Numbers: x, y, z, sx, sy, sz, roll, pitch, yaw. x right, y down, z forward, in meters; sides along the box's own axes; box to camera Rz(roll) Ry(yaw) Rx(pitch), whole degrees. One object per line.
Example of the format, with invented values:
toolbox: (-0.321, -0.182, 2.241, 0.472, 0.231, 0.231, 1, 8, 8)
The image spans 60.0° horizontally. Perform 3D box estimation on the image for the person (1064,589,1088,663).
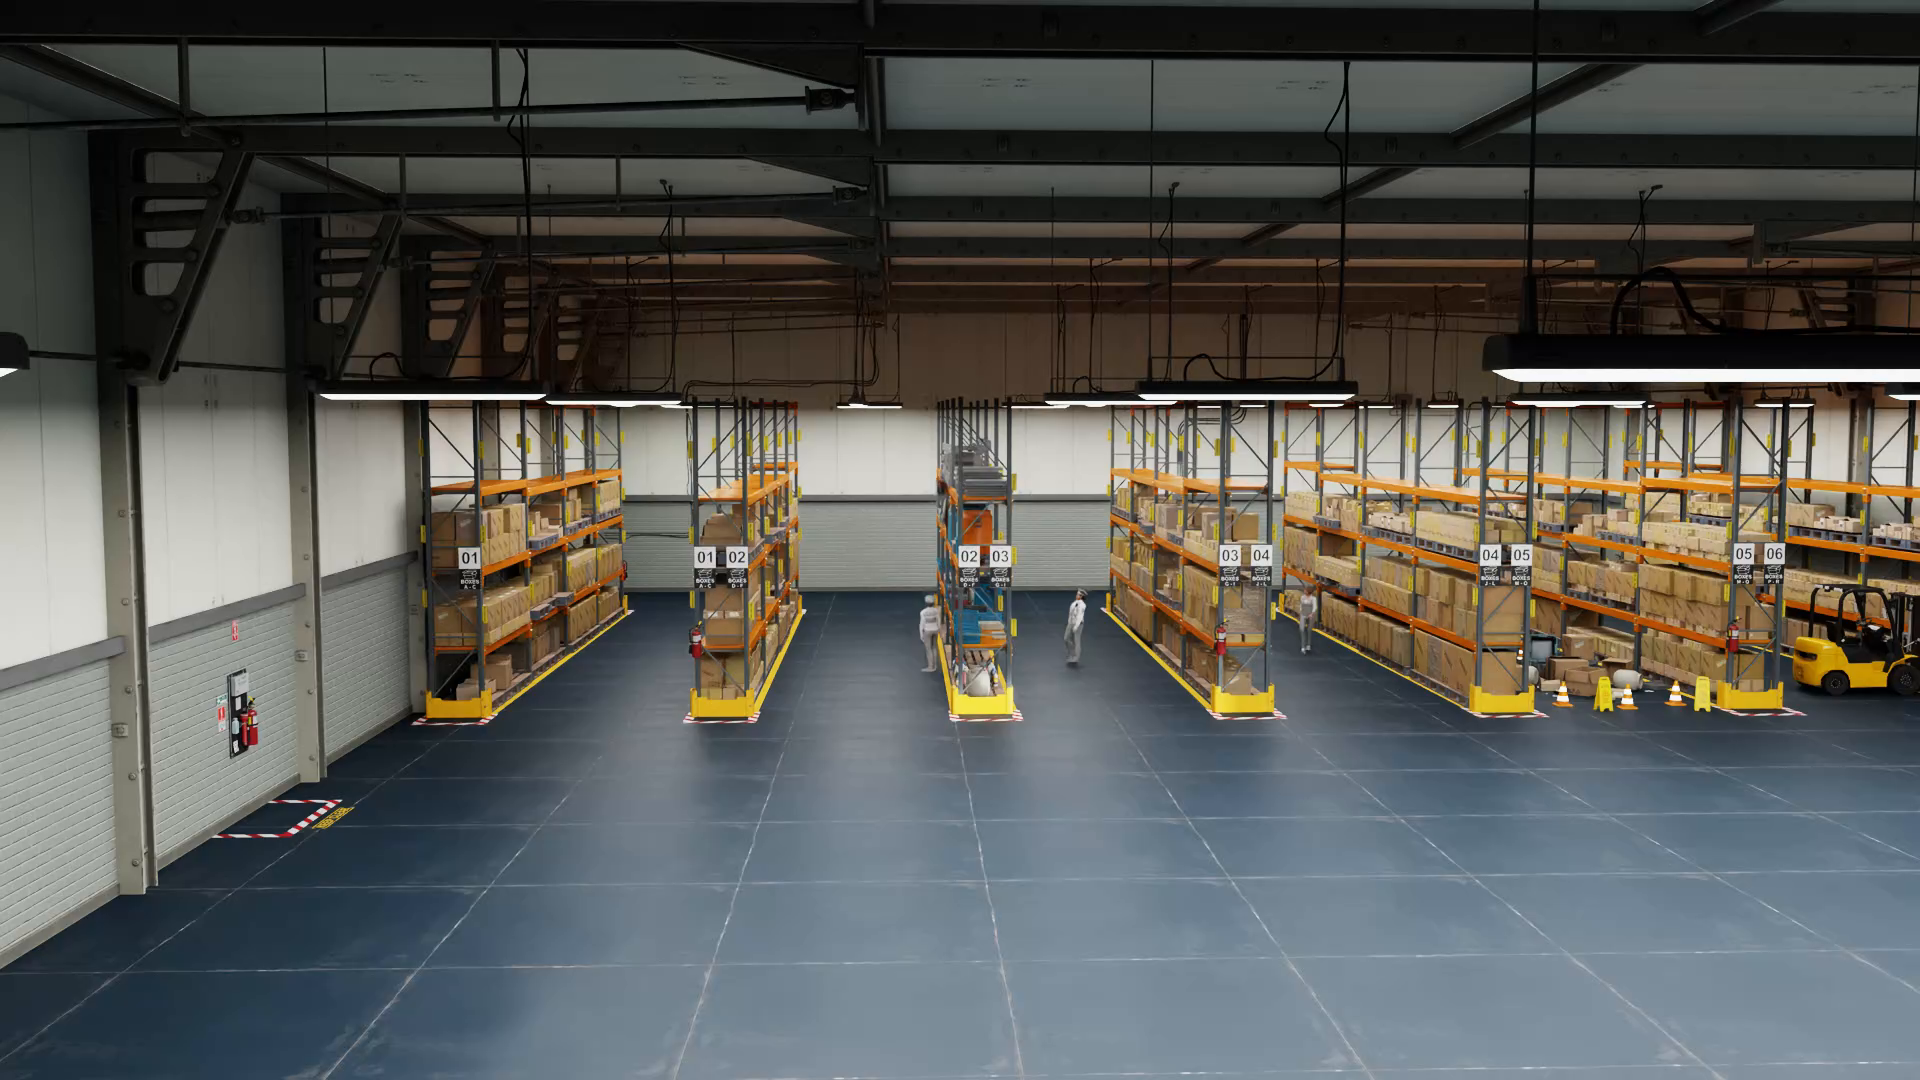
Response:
person: (2.651, 1.951, 37.938, 0.510, 1.702, 0.502, -4, 6, -41)

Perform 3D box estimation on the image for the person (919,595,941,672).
person: (-0.629, 2.053, 36.457, 0.569, 1.715, 0.427, -3, 5, -35)

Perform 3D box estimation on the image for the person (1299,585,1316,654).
person: (8.299, 1.880, 39.658, 0.393, 1.608, 0.729, 1, 5, 13)
